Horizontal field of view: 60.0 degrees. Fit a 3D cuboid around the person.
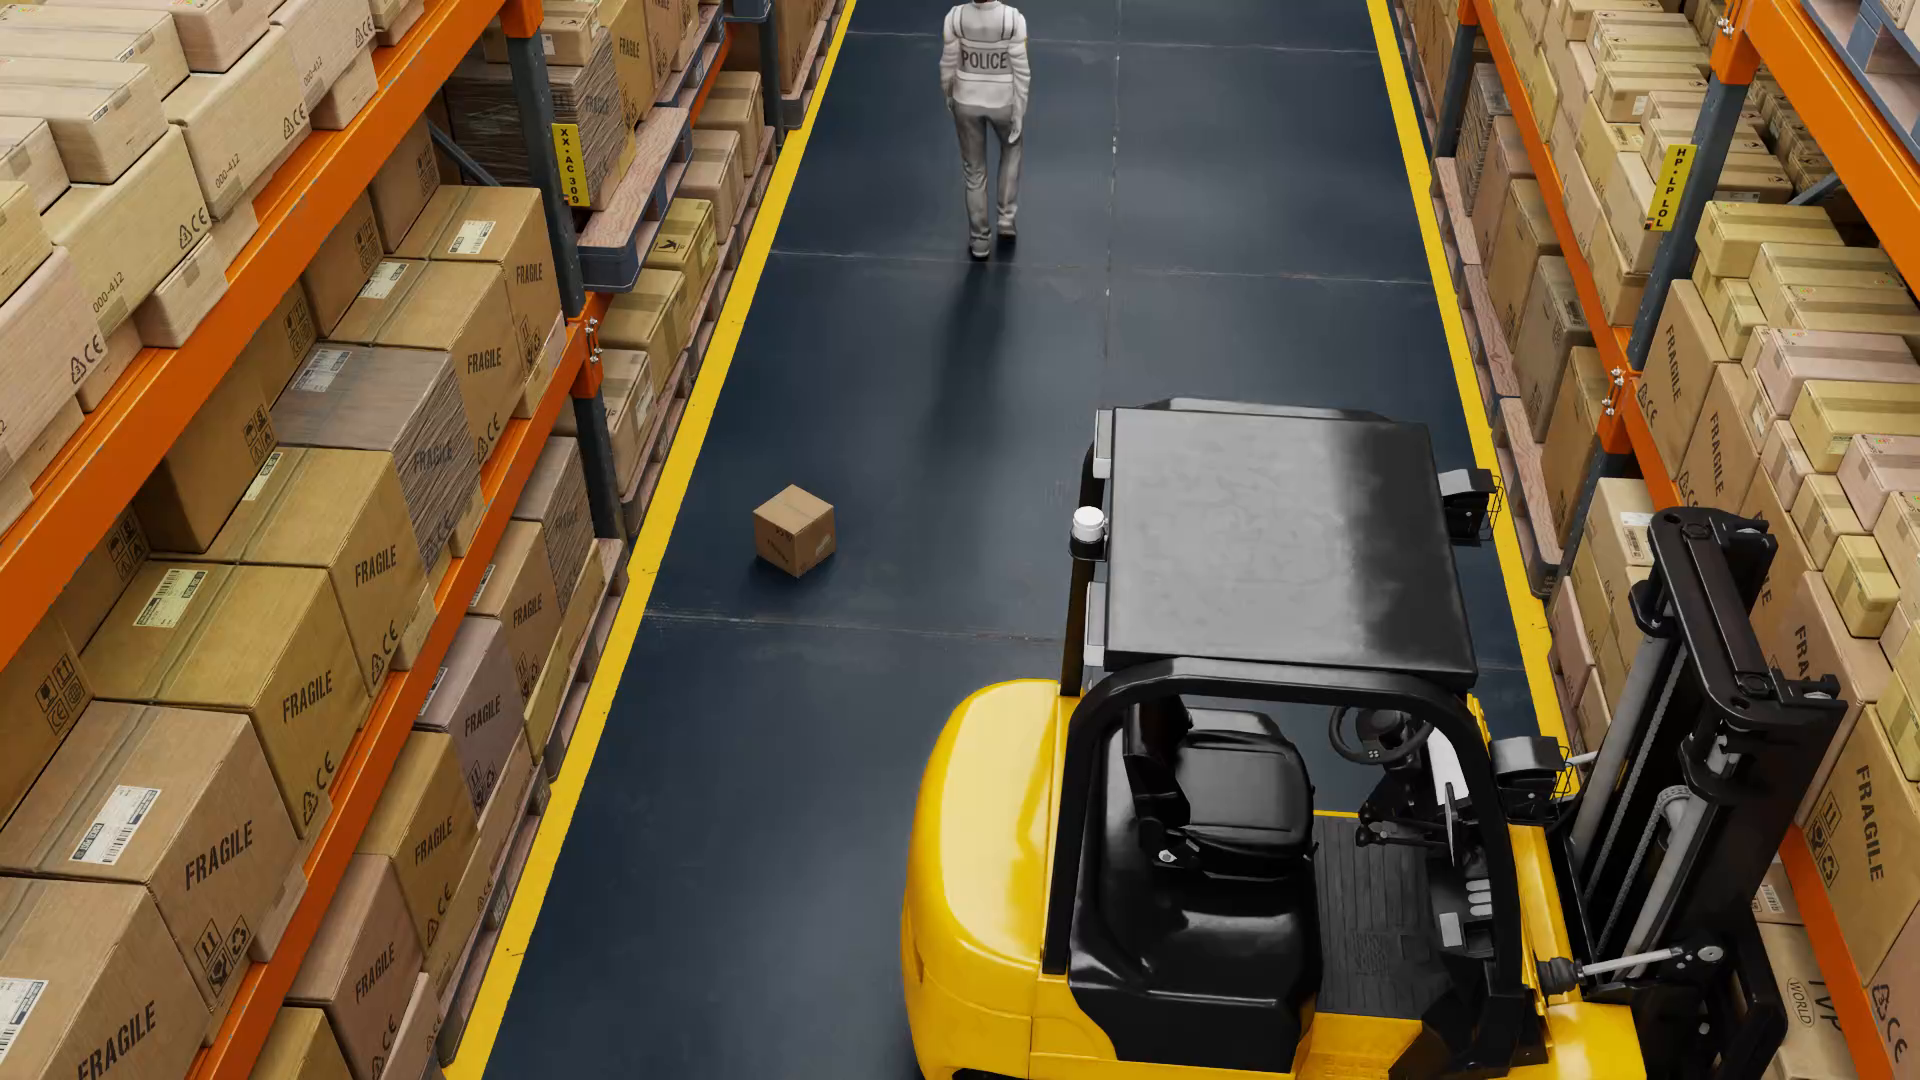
[{"bbox_3d":[0.133,-2.323,8.881,0.482,1.739,0.463,2,40,2],"label":"person"}]
